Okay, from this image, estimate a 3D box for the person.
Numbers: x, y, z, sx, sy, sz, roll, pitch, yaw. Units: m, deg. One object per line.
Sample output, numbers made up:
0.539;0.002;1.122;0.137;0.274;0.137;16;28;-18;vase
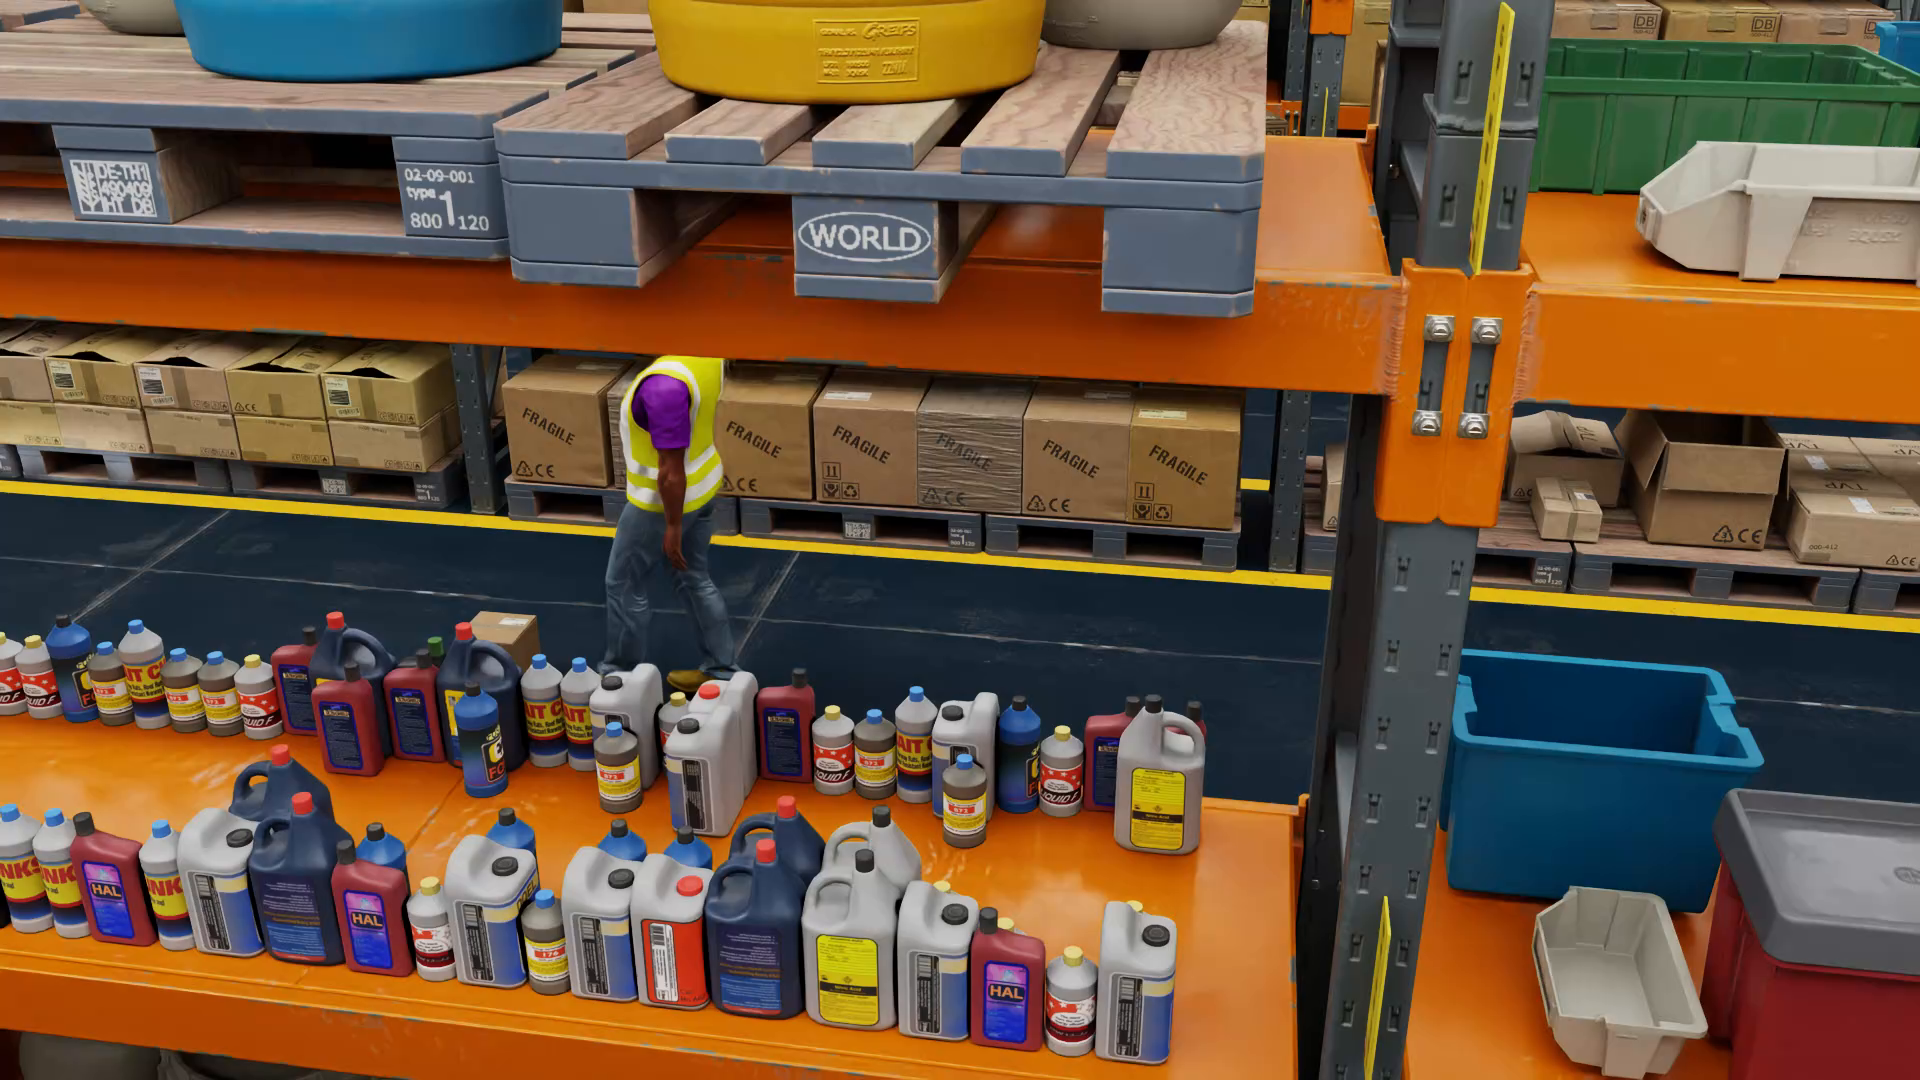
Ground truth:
-1.221;-0.174;6.486;0.695;1.730;0.623;7;26;15;person
